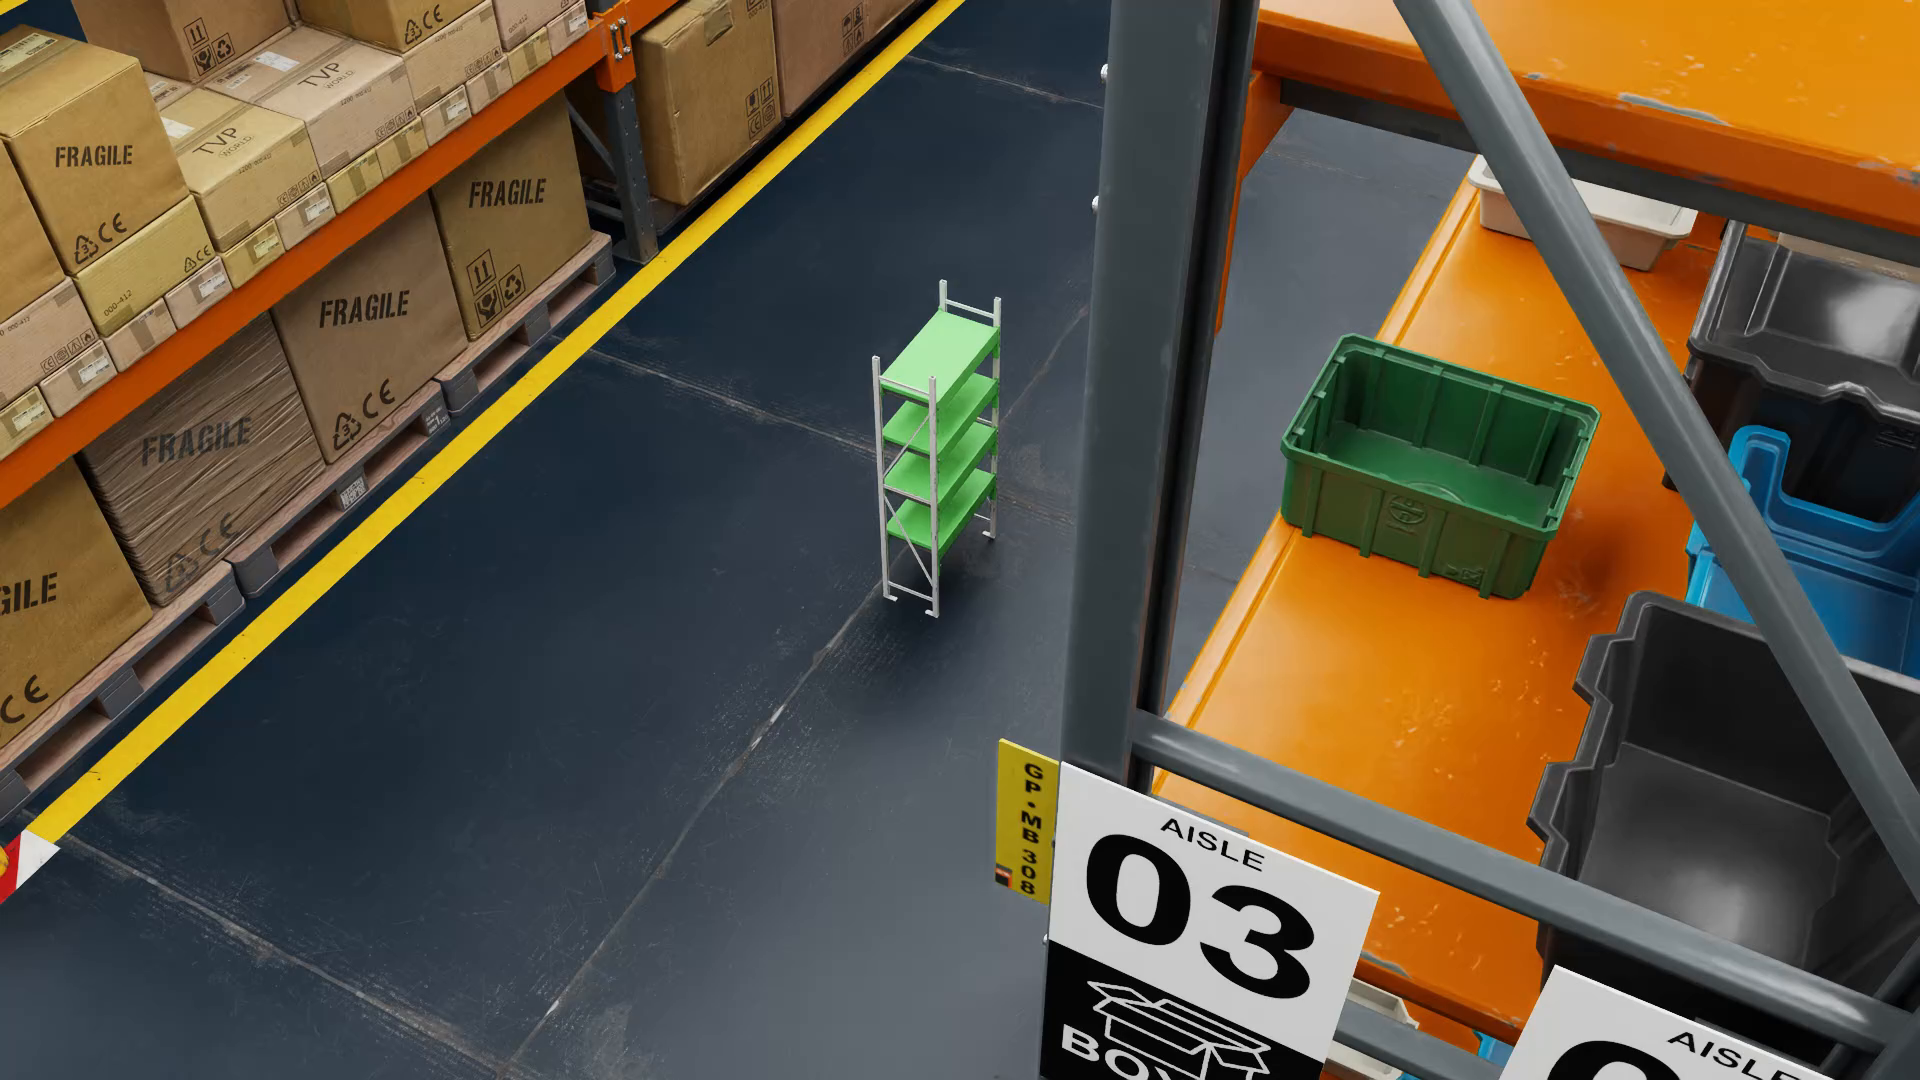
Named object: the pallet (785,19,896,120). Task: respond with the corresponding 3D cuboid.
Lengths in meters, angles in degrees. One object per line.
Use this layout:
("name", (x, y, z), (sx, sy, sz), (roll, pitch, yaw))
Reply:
("pallet", (-1.084, -2.883, 9.451), (1.003, 0.211, 1.213), (20, 49, 19))

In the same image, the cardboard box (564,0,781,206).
("cardboard box", (-1.661, -2.392, 8.203), (1.225, 0.875, 0.875), (21, 49, 19))

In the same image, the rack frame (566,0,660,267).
("rack frame", (-1.941, -2.581, 7.192), (1.000, 3.000, 0.127), (20, 49, 19))

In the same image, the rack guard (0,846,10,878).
("rack guard", (-3.809, 0.833, 5.576), (1.175, 0.500, 0.348), (20, 49, 19))

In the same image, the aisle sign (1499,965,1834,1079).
("aisle sign", (0.819, 0.804, 2.019), (0.394, 0.787, 0.004), (20, 49, 19))

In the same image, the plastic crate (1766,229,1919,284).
("plastic crate", (1.892, -0.733, 3.340), (0.437, 0.282, 0.530), (20, 49, 19))

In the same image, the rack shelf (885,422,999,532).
("rack shelf", (-0.077, -0.273, 6.266), (0.258, 0.148, 0.480), (20, 49, 19))

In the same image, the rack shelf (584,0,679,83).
("rack shelf", (-1.012, -3.588, 8.693), (1.077, 0.370, 4.000), (20, 49, 19))

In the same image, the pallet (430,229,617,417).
("pallet", (-2.363, -1.148, 7.736), (1.003, 0.211, 1.213), (20, 49, 19))

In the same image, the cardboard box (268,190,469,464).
("cardboard box", (-2.736, -1.025, 6.853), (0.875, 0.875, 0.875), (20, 49, 19))

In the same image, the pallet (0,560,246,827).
("pallet", (-3.495, 0.390, 6.217), (1.003, 0.211, 1.213), (20, 49, 19))

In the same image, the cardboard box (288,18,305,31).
("cardboard box", (-2.626, -2.112, 6.624), (0.500, 0.250, 0.500), (20, 49, 19))

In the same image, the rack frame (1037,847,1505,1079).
("rack frame", (0.590, 1.574, 3.085), (1.000, 3.000, 0.127), (20, 49, 19))

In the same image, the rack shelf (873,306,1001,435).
("rack shelf", (-0.077, -0.610, 5.924), (0.258, 0.148, 0.480), (20, 49, 19))

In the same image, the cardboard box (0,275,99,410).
("cardboard box", (-3.100, -0.656, 5.186), (0.500, 0.250, 0.500), (20, 49, 19))

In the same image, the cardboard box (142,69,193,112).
("cardboard box", (-3.097, -1.475, 5.995), (0.500, 0.250, 0.500), (21, 49, 19))

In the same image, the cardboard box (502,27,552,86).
("cardboard box", (-1.911, -2.030, 6.824), (0.380, 0.149, 0.250), (21, 49, 20))

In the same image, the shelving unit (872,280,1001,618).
("shelving unit", (-0.077, -0.317, 6.220), (0.258, 1.200, 0.503), (20, 49, 19))

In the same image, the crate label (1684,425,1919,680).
("crate label", (1.304, 0.098, 2.540), (0.408, 0.251, 0.502), (20, 49, 19))

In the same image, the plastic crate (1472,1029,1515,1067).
("plastic crate", (1.301, 1.150, 3.580), (0.416, 0.233, 0.300), (20, 49, 19))

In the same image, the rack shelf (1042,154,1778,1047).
("rack shelf", (1.518, -0.487, 3.519), (1.077, 0.370, 4.000), (20, 49, 19))

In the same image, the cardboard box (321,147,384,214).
("cardboard box", (-2.388, -1.383, 6.184), (0.380, 0.149, 0.250), (20, 49, 18))

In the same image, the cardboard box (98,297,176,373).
("cardboard box", (-2.865, -0.735, 5.545), (0.380, 0.149, 0.250), (20, 49, 18))

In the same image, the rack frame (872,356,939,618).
("rack frame", (-0.190, -0.164, 6.068), (0.240, 1.200, 0.015), (20, 49, 19))

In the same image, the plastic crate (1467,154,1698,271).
("plastic crate", (1.329, -0.771, 3.480), (0.437, 0.136, 0.530), (20, 49, 19))

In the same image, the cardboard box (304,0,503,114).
("cardboard box", (-2.151, -1.941, 6.456), (0.500, 0.250, 0.500), (22, 49, 20))

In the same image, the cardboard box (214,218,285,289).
("cardboard box", (-2.627, -1.057, 5.862), (0.380, 0.149, 0.250), (19, 48, 18))

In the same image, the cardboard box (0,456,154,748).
("cardboard box", (-3.571, 0.109, 5.732), (0.875, 0.875, 0.875), (20, 49, 19))

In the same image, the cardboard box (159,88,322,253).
("cardboard box", (-2.626, -1.302, 5.824), (0.500, 0.250, 0.500), (20, 49, 18))

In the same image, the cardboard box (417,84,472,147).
("cardboard box", (-2.150, -1.707, 6.504), (0.380, 0.149, 0.250), (21, 49, 20))

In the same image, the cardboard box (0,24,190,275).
("cardboard box", (-2.868, -1.233, 5.229), (0.500, 0.500, 0.500), (19, 48, 18))

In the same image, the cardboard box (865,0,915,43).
("cardboard box", (-0.843, -3.515, 9.313), (1.225, 0.875, 0.875), (21, 49, 19))

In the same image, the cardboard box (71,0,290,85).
("cardboard box", (-2.862, -2.042, 6.028), (0.500, 0.500, 0.500), (19, 48, 18))

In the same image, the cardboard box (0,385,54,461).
("cardboard box", (-3.104, -0.411, 5.224), (0.380, 0.149, 0.250), (19, 48, 18))
